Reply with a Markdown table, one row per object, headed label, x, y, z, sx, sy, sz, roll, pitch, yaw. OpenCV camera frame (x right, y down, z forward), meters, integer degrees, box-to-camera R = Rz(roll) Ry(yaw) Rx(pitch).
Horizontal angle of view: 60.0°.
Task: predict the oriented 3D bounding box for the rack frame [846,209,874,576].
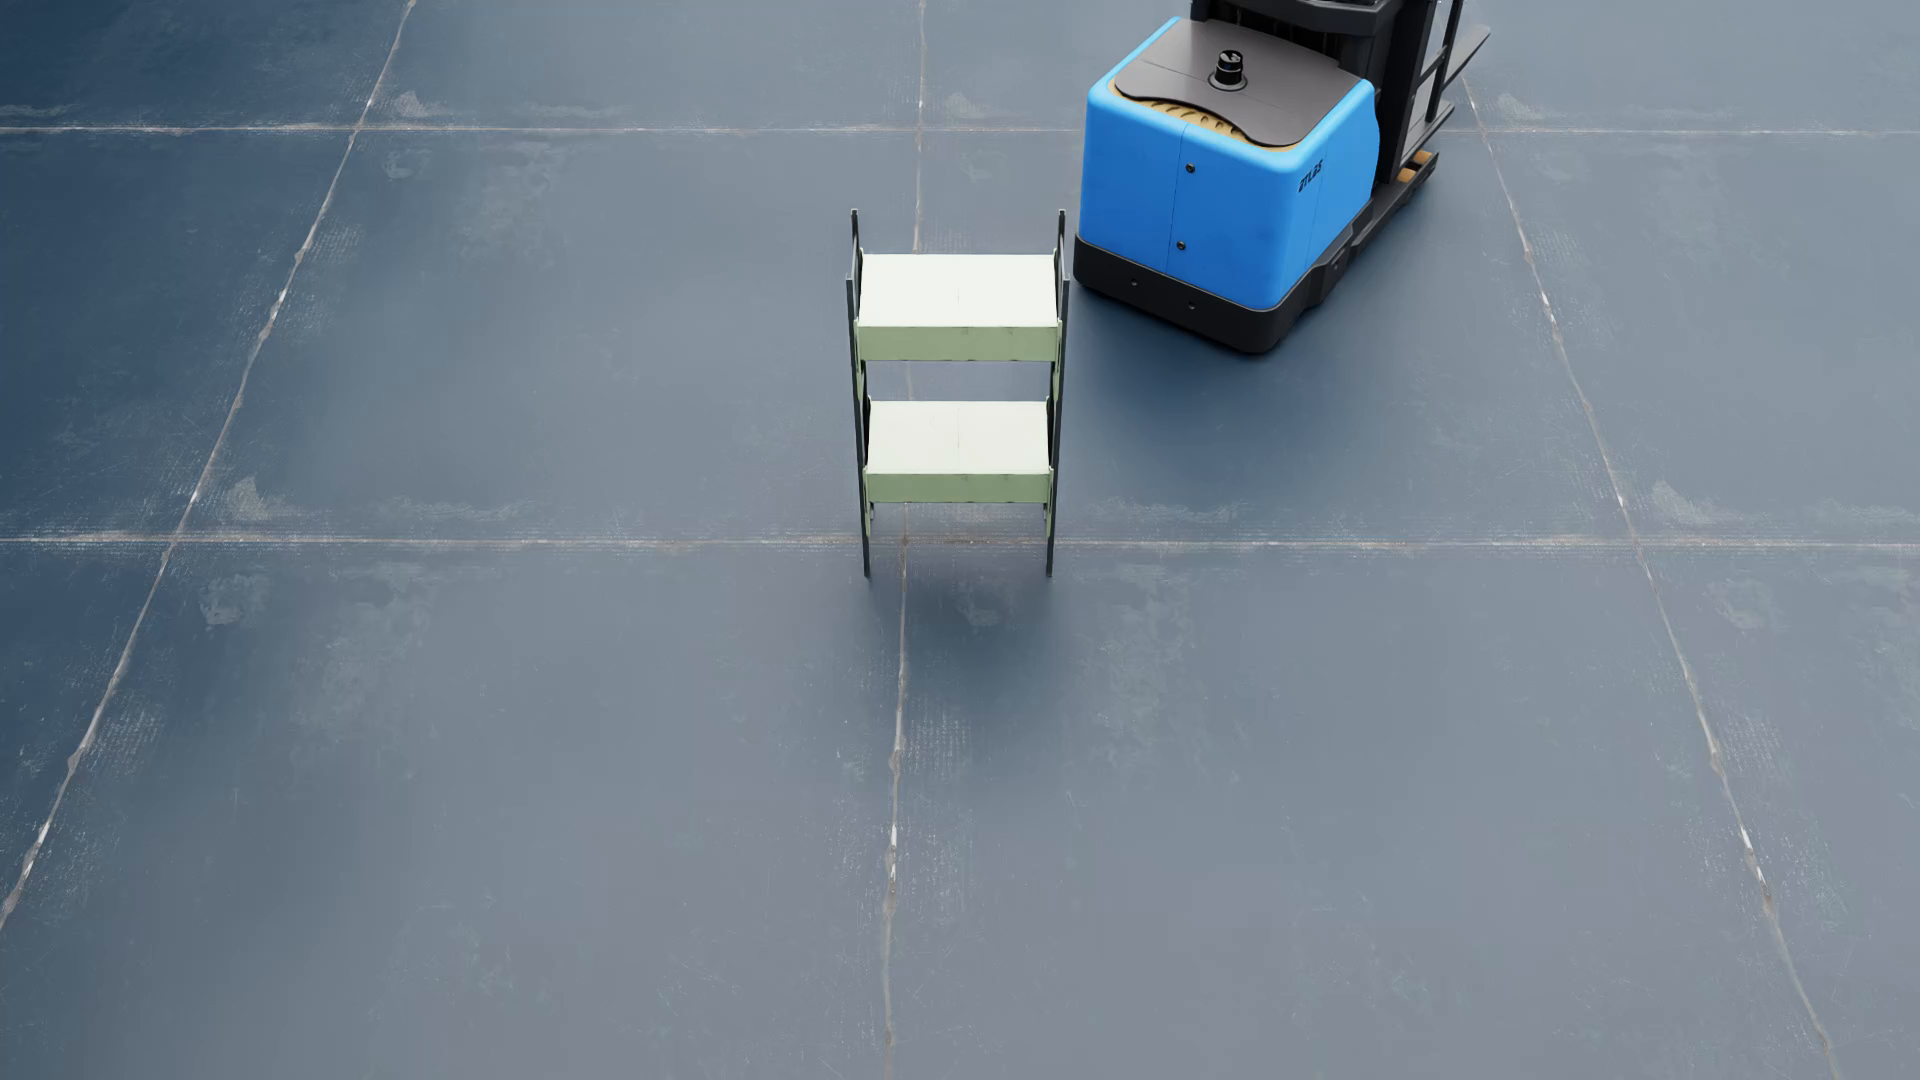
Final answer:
| label | x | y | z | sx | sy | sz | roll | pitch | yaw |
| --- | --- | --- | --- | --- | --- | --- | --- | --- | --- |
| rack frame | -0.373 | -0.512 | 6.283 | 0.023 | 1.500 | 0.400 | 0 | 47 | 0 |

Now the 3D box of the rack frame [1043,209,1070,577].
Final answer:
| label | x | y | z | sx | sy | sz | roll | pitch | yaw |
| --- | --- | --- | --- | --- | --- | --- | --- | --- | --- |
| rack frame | 0.359 | -0.510 | 6.281 | 0.023 | 1.500 | 0.400 | 0 | 47 | 0 |

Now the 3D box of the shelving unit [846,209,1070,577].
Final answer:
| label | x | y | z | sx | sy | sz | roll | pitch | yaw |
| --- | --- | --- | --- | --- | --- | --- | --- | --- | --- |
| shelving unit | 14.695 | -0.461 | 6.235 | 30.159 | 1.500 | 6.000 | 0 | 47 | 0 |

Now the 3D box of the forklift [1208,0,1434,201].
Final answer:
| label | x | y | z | sx | sy | sz | roll | pitch | yaw |
| --- | --- | --- | --- | --- | --- | --- | --- | --- | --- |
| forklift | 20.311 | -4.501 | 4.865 | 32.329 | 9.011 | 22.833 | 27 | 53 | 23 |

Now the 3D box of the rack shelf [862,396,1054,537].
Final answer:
| label | x | y | z | sx | sy | sz | roll | pitch | yaw |
| --- | --- | --- | --- | --- | --- | --- | --- | --- | --- |
| rack shelf | 14.704 | -0.157 | 6.561 | 30.141 | 0.609 | 6.000 | 0 | 47 | 0 |
